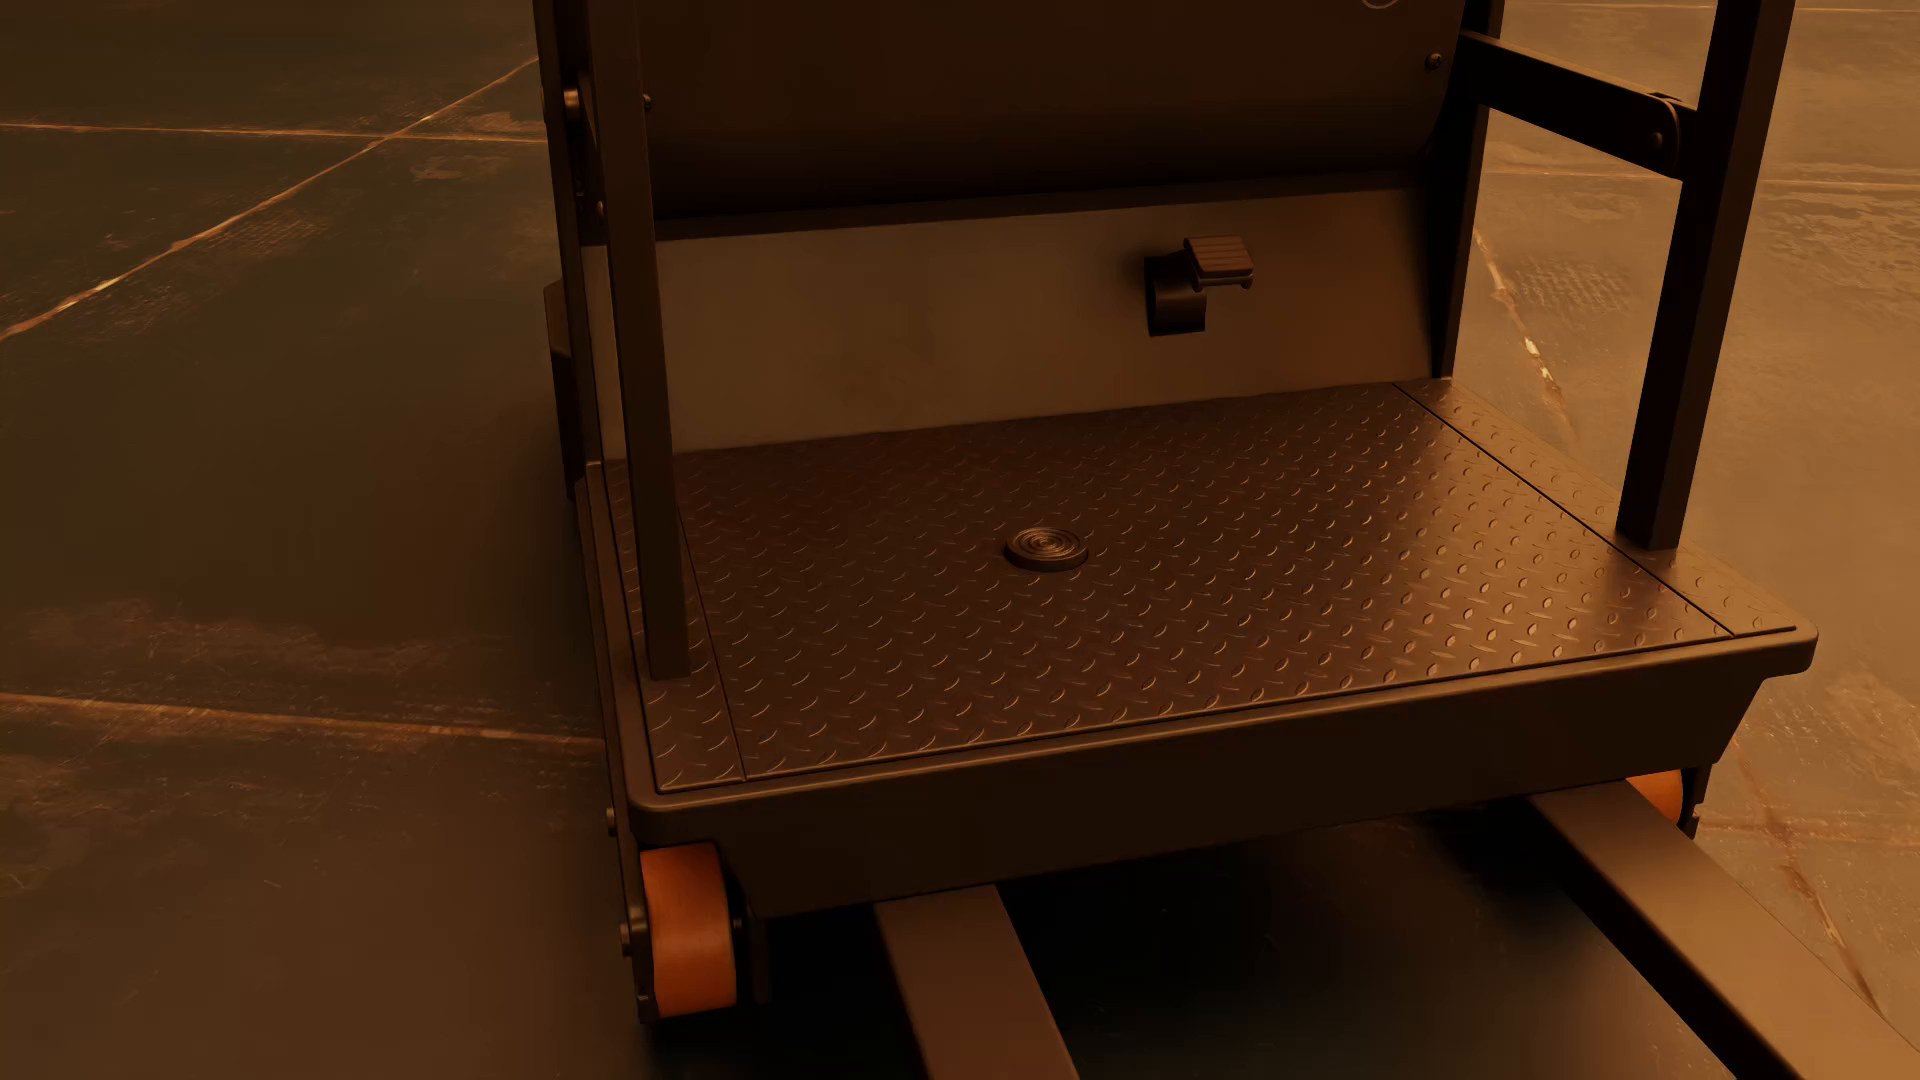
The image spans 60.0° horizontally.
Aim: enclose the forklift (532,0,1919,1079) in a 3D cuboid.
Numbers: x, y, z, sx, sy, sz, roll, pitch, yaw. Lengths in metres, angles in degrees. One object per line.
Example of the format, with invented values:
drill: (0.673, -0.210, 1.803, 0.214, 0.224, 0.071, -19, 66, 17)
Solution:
forklift: (0.153, -1.049, 1.319, 1.130, 2.935, 3.031, -7, 27, -13)
